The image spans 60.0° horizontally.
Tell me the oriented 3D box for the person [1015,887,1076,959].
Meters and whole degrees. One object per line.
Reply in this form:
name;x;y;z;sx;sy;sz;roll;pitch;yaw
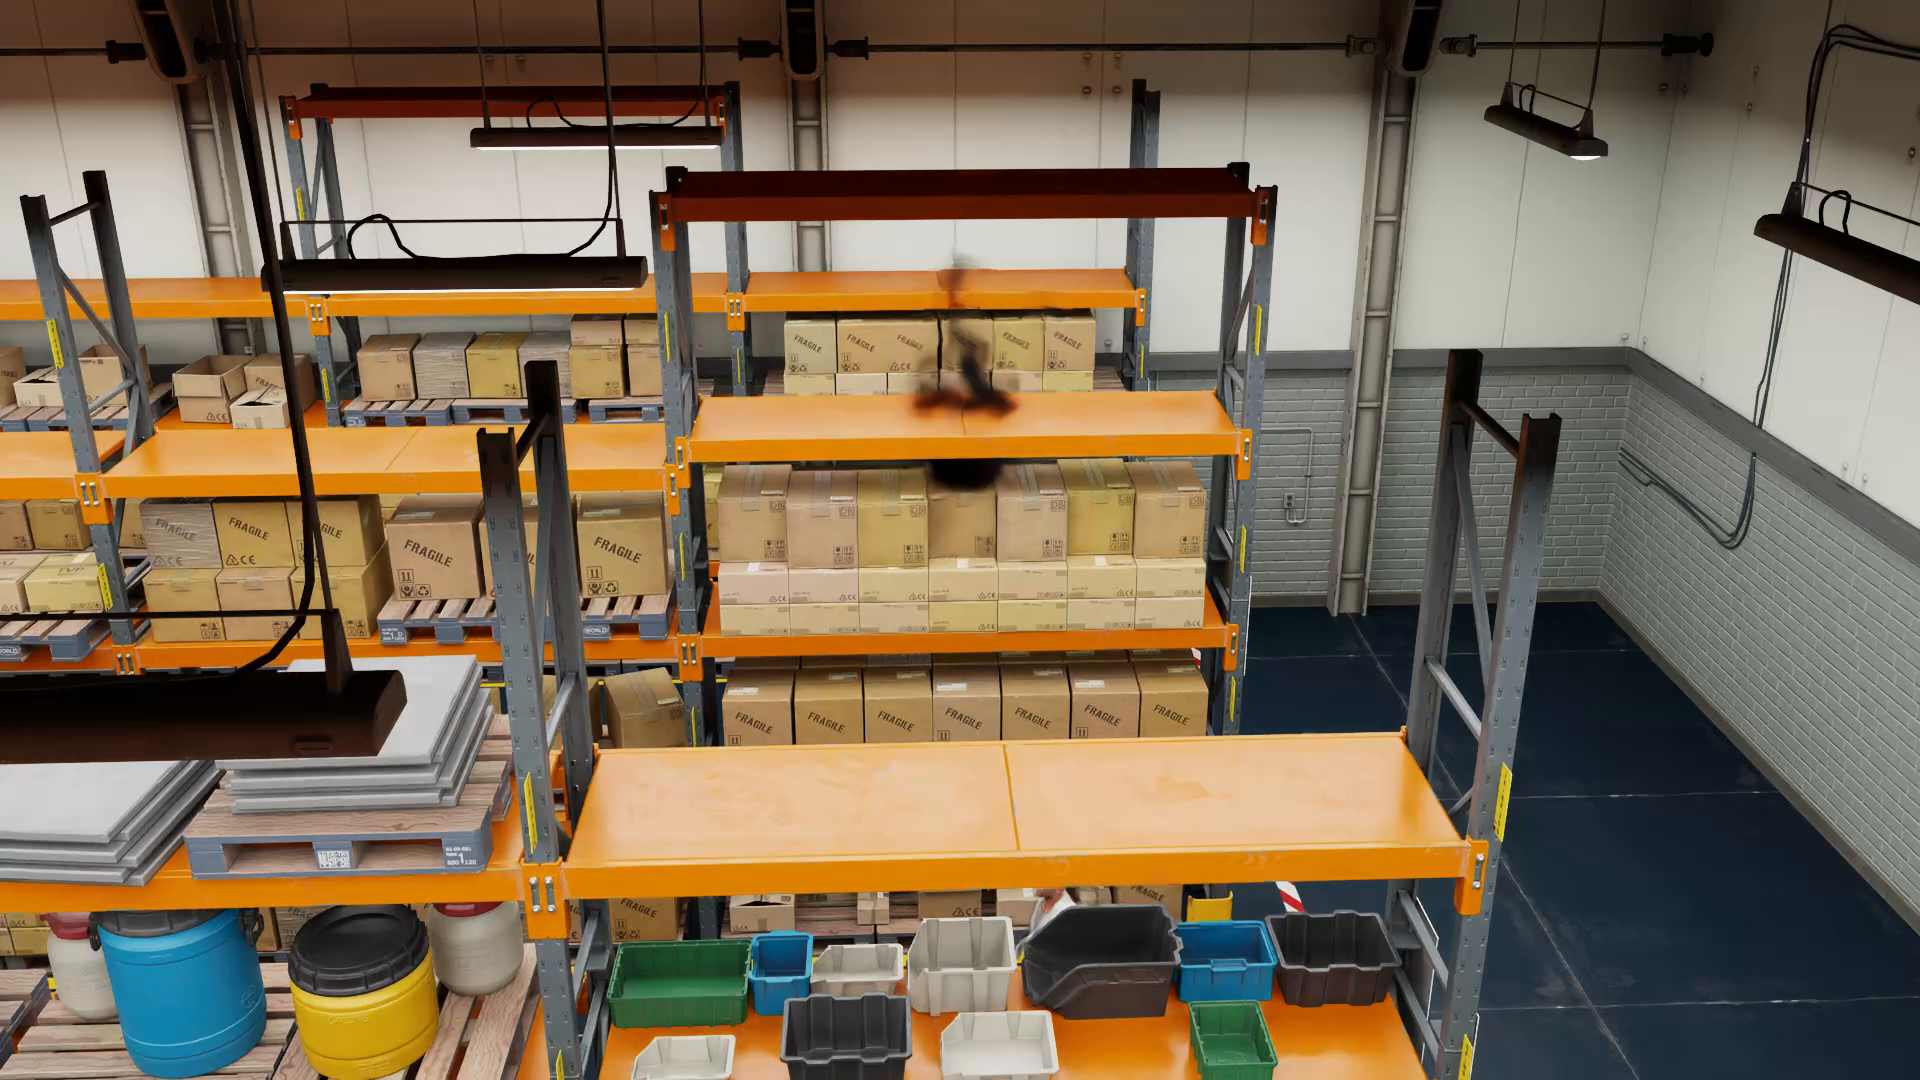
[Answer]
person;0.618;2.983;11.471;0.517;1.736;0.691;-5;23;-13
